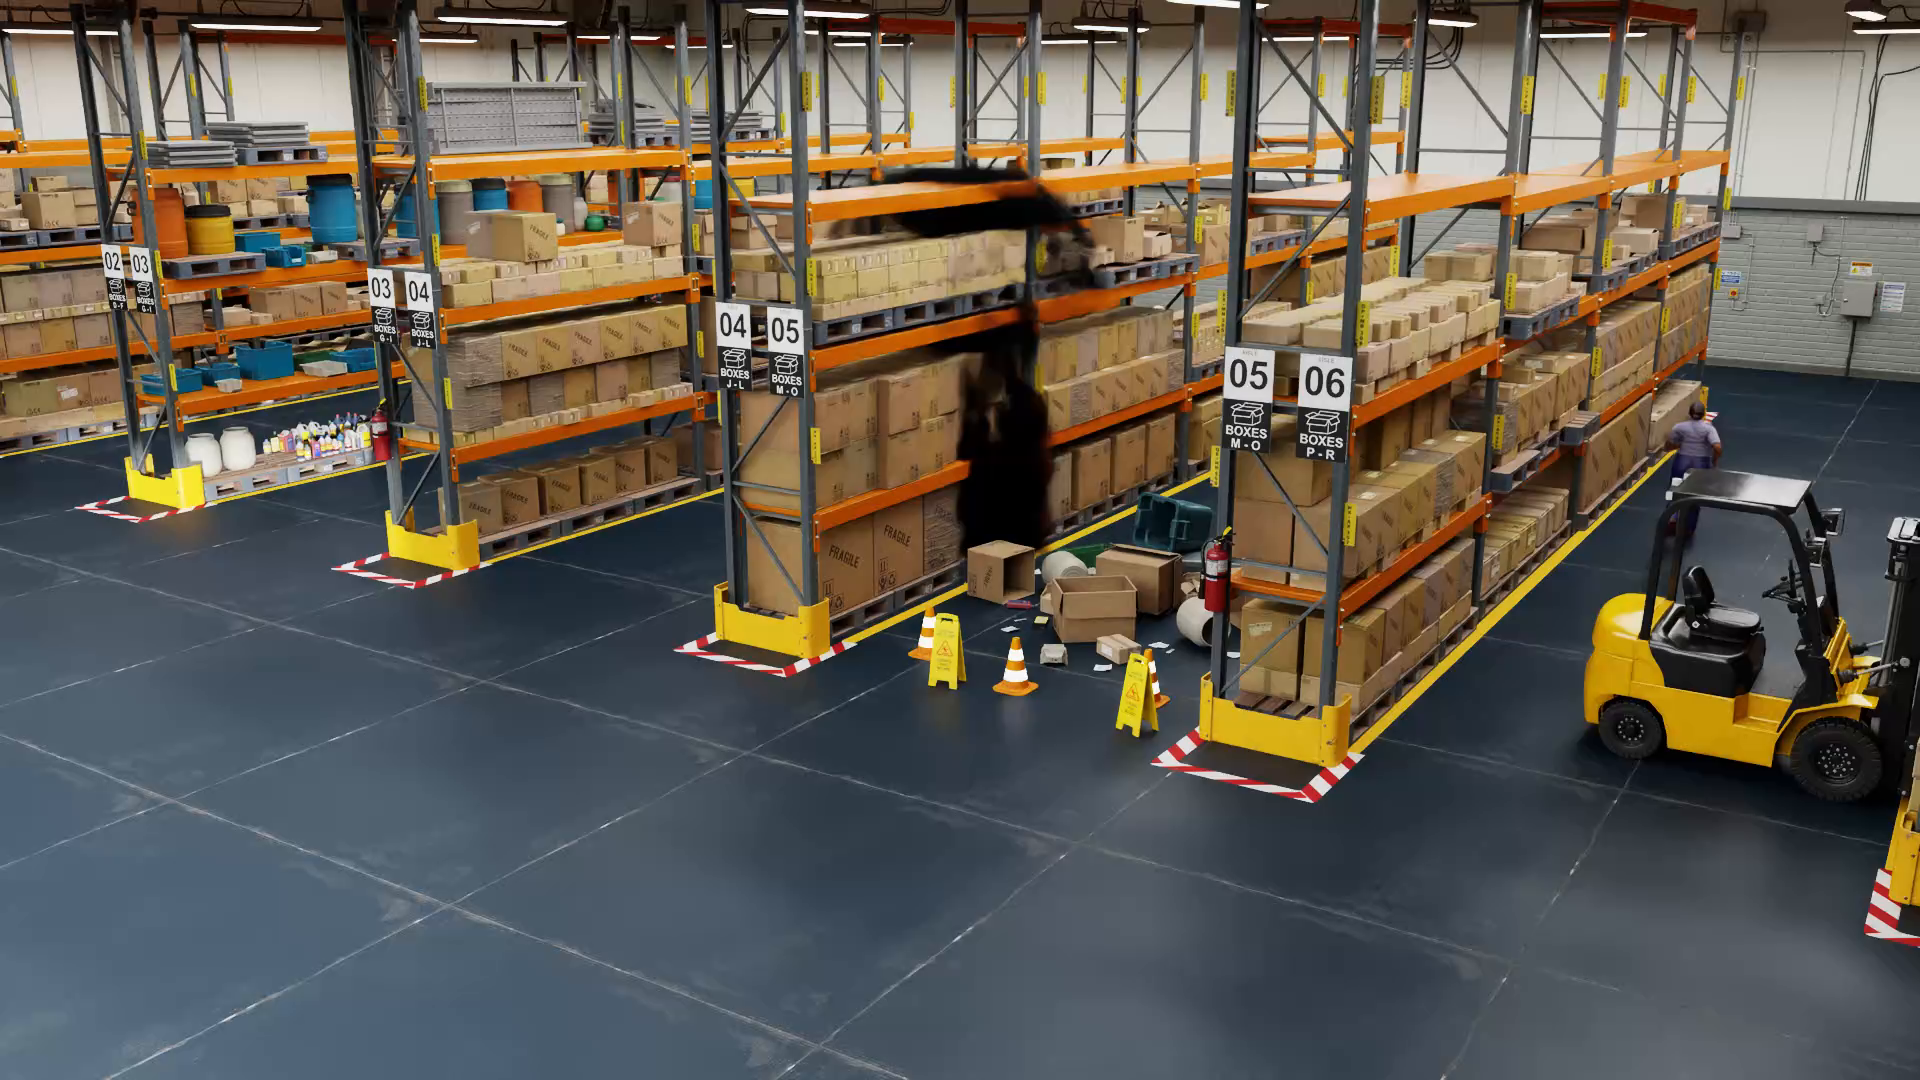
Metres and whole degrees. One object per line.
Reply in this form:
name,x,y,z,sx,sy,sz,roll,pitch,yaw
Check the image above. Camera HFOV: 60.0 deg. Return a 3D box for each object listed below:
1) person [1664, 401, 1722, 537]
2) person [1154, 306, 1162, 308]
person,8.358,-0.791,19.023,0.619,1.619,0.870,8,18,27
person,3.063,-2.765,25.894,0.670,1.757,0.927,10,19,33
